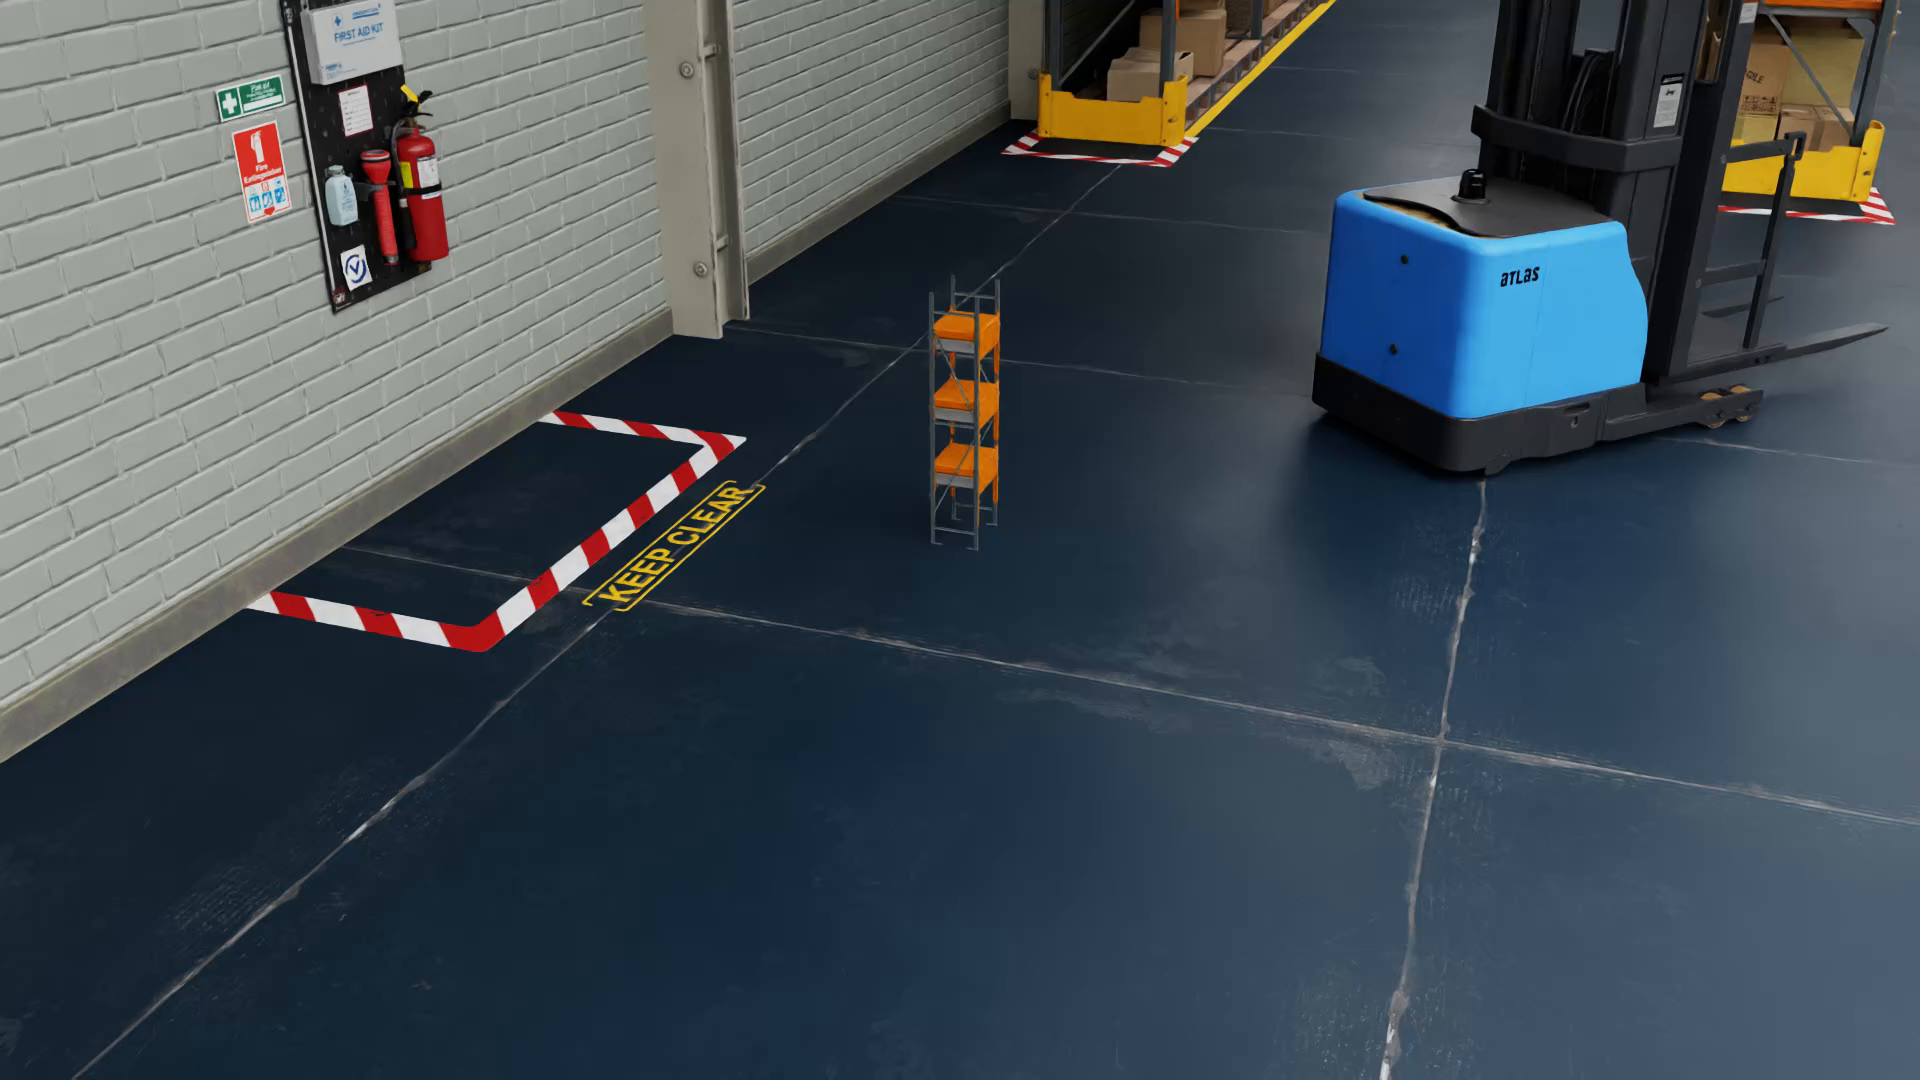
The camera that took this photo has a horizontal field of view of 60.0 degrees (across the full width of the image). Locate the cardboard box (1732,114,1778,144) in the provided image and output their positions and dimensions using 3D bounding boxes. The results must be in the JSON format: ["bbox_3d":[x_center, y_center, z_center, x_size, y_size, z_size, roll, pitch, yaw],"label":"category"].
[{"bbox_3d":[5.766,-3.089,12.362,0.500,0.250,0.500,9,27,17],"label":"cardboard box"}]

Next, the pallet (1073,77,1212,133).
[{"bbox_3d":[1.523,-3.696,14.142,1.003,0.211,1.213,9,27,17],"label":"pallet"}]

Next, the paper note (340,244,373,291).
[{"bbox_3d":[-2.368,-1.070,6.528,0.016,0.148,0.142,9,27,17],"label":"paper note"}]

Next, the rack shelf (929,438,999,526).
[{"bbox_3d":[0.018,-0.235,6.692,0.215,0.259,0.240,9,27,17],"label":"rack shelf"}]

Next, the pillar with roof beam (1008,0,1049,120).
[{"bbox_3d":[4.671,-7.080,11.047,9.100,9.000,0.400,9,27,17],"label":"pillar with roof beam"}]

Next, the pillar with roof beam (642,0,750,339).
[{"bbox_3d":[2.674,-4.615,5.955,9.100,9.000,0.400,9,27,17],"label":"pillar with roof beam"}]

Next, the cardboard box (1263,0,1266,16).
[{"bbox_3d":[2.879,-5.833,17.718,0.700,0.500,0.500,8,27,16],"label":"cardboard box"}]

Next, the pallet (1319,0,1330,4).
[{"bbox_3d":[4.189,-6.937,20.835,1.003,0.211,1.213,9,27,17],"label":"pallet"}]

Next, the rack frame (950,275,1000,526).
[{"bbox_3d":[0.058,-0.545,6.670,0.200,1.050,0.008,9,27,17],"label":"rack frame"}]

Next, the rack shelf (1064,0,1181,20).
[{"bbox_3d":[1.859,-5.090,14.645,1.077,0.370,4.000,9,27,17],"label":"rack shelf"}]

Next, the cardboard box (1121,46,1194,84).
[{"bbox_3d":[1.699,-4.085,14.325,0.500,0.311,0.500,11,28,22],"label":"cardboard box"}]

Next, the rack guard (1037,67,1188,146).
[{"bbox_3d":[1.219,-3.498,13.400,1.175,0.500,0.348,9,27,17],"label":"rack guard"}]

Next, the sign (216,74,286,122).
[{"bbox_3d":[-2.515,-1.572,5.905,0.001,0.109,0.331,9,27,17],"label":"sign"}]

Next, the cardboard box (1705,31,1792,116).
[{"bbox_3d":[5.764,-3.427,12.199,0.500,0.500,0.500,9,27,17],"label":"cardboard box"}]

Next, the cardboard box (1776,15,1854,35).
[{"bbox_3d":[6.574,-3.765,12.896,0.500,0.500,0.500,9,27,17],"label":"cardboard box"}]

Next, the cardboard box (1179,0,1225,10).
[{"bbox_3d":[2.217,-4.876,15.742,0.500,0.500,0.500,7,27,14],"label":"cardboard box"}]

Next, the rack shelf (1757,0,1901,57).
[{"bbox_3d":[6.532,-4.373,13.165,1.077,0.370,4.000,9,27,17],"label":"rack shelf"}]

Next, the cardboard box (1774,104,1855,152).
[{"bbox_3d":[6.255,-3.014,12.207,0.500,0.250,0.500,9,27,17],"label":"cardboard box"}]

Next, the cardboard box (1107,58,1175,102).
[{"bbox_3d":[1.509,-3.851,13.841,0.500,0.311,0.500,6,26,12],"label":"cardboard box"}]

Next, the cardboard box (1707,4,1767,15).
[{"bbox_3d":[6.251,-4.045,13.476,0.500,0.500,0.500,9,27,17],"label":"cardboard box"}]

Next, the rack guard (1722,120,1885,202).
[{"bbox_3d":[5.858,-2.740,11.835,1.175,0.500,0.348,9,27,17],"label":"rack guard"}]

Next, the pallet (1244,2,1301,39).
[{"bbox_3d":[3.187,-5.803,18.494,1.003,0.211,1.213,9,27,17],"label":"pallet"}]

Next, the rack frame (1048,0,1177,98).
[{"bbox_3d":[1.194,-4.591,12.791,1.000,3.000,0.127,9,27,17],"label":"rack frame"}]

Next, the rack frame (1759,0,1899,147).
[{"bbox_3d":[5.866,-3.875,11.310,1.000,3.000,0.127,9,27,17],"label":"rack frame"}]

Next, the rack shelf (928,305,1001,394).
[{"bbox_3d":[0.018,-0.740,6.448,0.215,0.259,0.240,9,27,17],"label":"rack shelf"}]

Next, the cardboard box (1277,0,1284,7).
[{"bbox_3d":[3.246,-6.245,18.570,0.700,0.500,0.500,9,27,17],"label":"cardboard box"}]

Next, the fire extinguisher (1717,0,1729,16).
[{"bbox_3d":[5.389,-3.859,11.366,0.296,0.674,0.183,9,27,17],"label":"fire extinguisher"}]

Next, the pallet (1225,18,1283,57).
[{"bbox_3d":[2.783,-5.300,17.455,1.003,0.211,1.213,9,27,17],"label":"pallet"}]

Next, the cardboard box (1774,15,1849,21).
[{"bbox_3d":[6.756,-3.968,13.316,0.500,0.500,0.500,9,27,17],"label":"cardboard box"}]

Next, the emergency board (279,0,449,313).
[{"bbox_3d":[-2.244,-1.529,6.466,0.194,1.169,0.643,9,27,17],"label":"emergency board"}]

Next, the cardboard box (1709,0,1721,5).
[{"bbox_3d":[6.415,-4.251,13.901,0.500,0.500,0.500,9,27,17],"label":"cardboard box"}]

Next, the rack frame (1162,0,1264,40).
[{"bbox_3d":[2.525,-6.235,16.186,1.000,3.000,0.127,9,27,17],"label":"rack frame"}]

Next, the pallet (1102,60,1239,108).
[{"bbox_3d":[1.930,-4.196,15.174,1.003,0.211,1.213,9,27,17],"label":"pallet"}]

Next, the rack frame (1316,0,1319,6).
[{"bbox_3d":[3.856,-7.879,19.581,1.000,3.000,0.127,9,27,17],"label":"rack frame"}]

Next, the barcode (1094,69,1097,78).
[{"bbox_3d":[1.138,-3.920,13.974,0.001,0.075,0.075,9,27,17],"label":"barcode"}]

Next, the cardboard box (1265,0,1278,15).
[{"bbox_3d":[3.087,-6.036,18.139,0.700,0.500,0.500,9,27,18],"label":"cardboard box"}]

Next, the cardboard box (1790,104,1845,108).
[{"bbox_3d":[6.418,-3.220,12.632,0.500,0.250,0.500,9,27,17],"label":"cardboard box"}]

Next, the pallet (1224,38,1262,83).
[{"bbox_3d":[2.335,-4.699,16.213,1.003,0.211,1.213,9,27,17],"label":"pallet"}]

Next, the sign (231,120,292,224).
[{"bbox_3d":[-2.525,-1.333,6.019,0.001,0.329,0.234,9,27,17],"label":"sign"}]

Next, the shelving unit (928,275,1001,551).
[{"bbox_3d":[0.018,-0.495,6.567,0.215,1.050,0.252,9,27,17],"label":"shelving unit"}]

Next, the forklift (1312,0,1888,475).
[{"bbox_3d":[3.236,-2.036,7.592,3.031,2.935,1.130,-12,29,-24],"label":"forklift"}]

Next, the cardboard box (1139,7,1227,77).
[{"bbox_3d":[1.990,-4.464,14.892,0.700,0.500,0.500,7,27,14],"label":"cardboard box"}]

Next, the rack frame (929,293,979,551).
[{"bbox_3d":[-0.023,-0.444,6.463,0.200,1.050,0.008,9,27,17],"label":"rack frame"}]

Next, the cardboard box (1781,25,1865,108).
[{"bbox_3d":[6.419,-3.557,12.468,0.500,0.500,0.500,9,27,17],"label":"cardboard box"}]

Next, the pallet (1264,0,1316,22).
[{"bbox_3d":[3.595,-6.303,19.526,1.003,0.211,1.213,9,27,17],"label":"pallet"}]

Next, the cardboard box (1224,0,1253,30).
[{"bbox_3d":[2.754,-5.613,17.264,0.700,0.500,0.500,10,27,19],"label":"cardboard box"}]

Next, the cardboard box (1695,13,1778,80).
[{"bbox_3d":[6.083,-3.840,13.052,0.500,0.500,0.500,9,27,17],"label":"cardboard box"}]

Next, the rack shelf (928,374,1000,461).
[{"bbox_3d":[0.018,-0.485,6.571,0.215,0.259,0.240,9,27,17],"label":"rack shelf"}]
